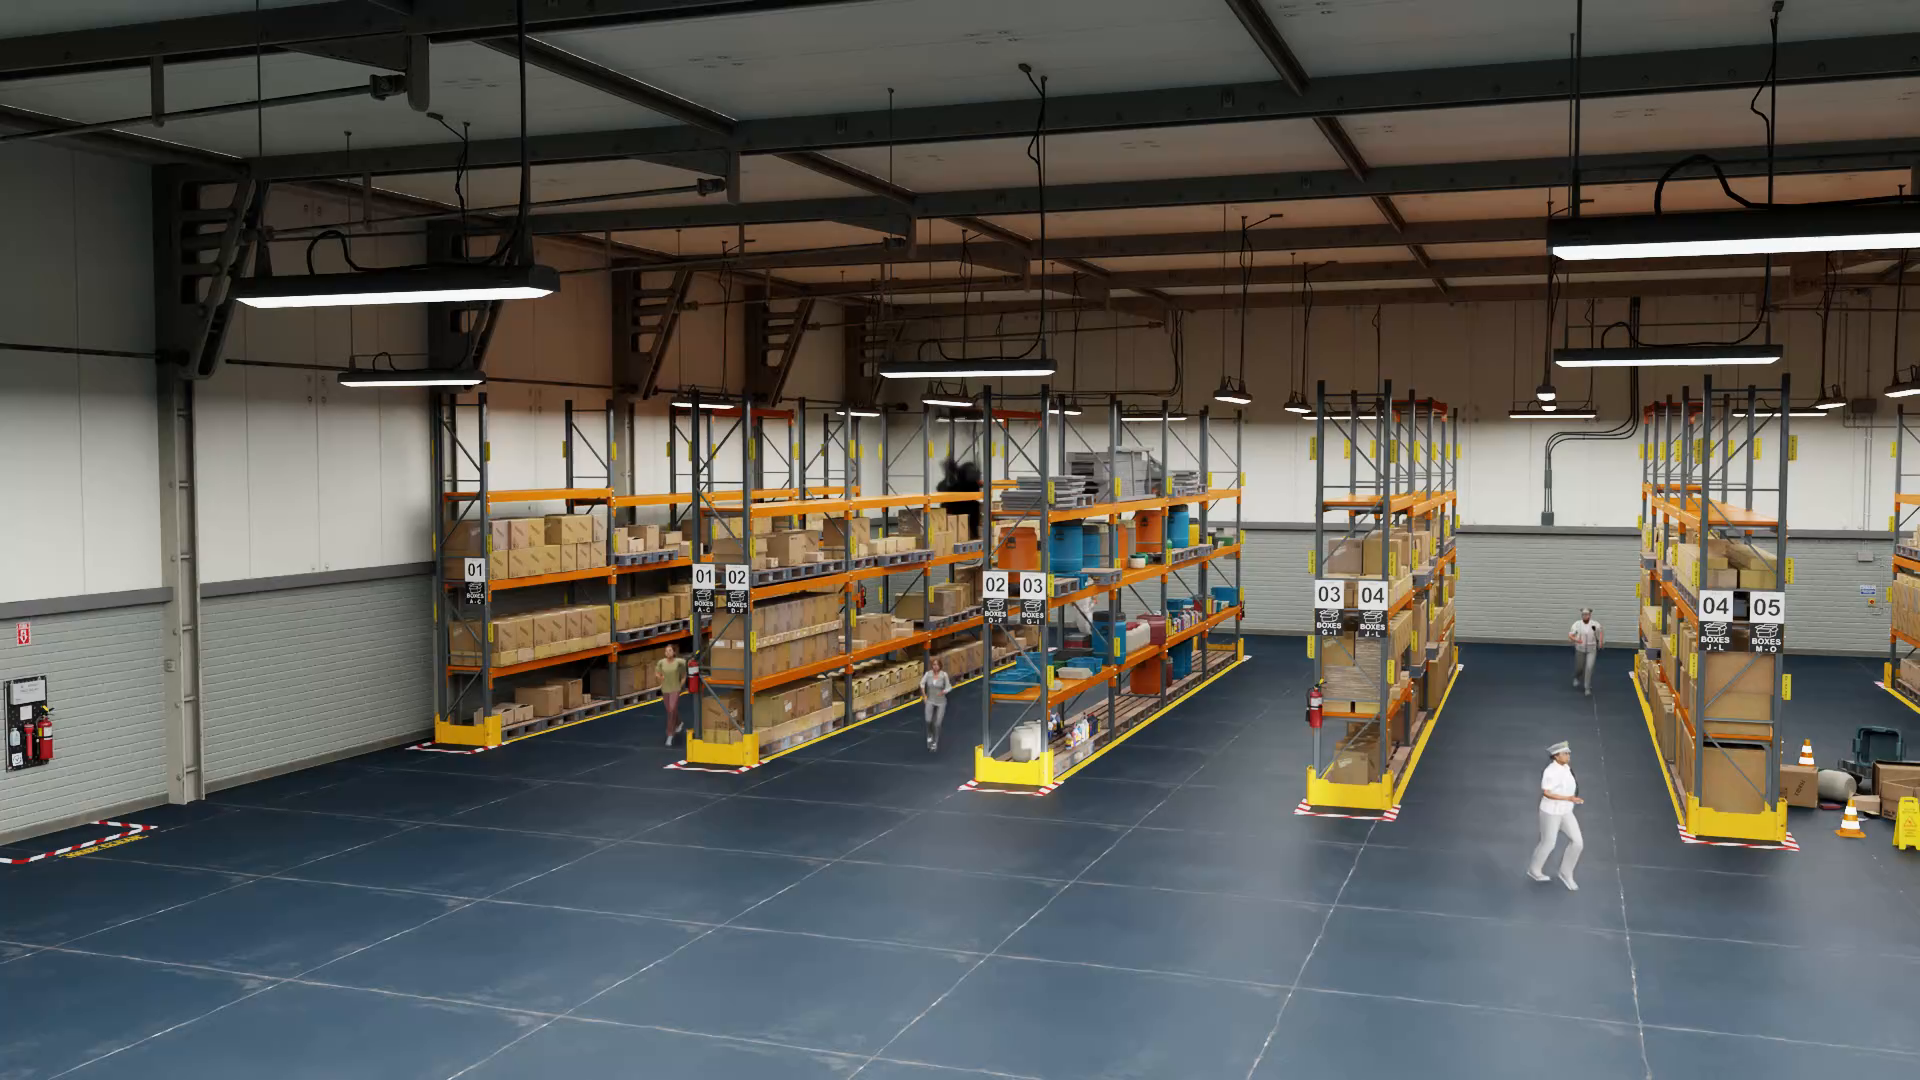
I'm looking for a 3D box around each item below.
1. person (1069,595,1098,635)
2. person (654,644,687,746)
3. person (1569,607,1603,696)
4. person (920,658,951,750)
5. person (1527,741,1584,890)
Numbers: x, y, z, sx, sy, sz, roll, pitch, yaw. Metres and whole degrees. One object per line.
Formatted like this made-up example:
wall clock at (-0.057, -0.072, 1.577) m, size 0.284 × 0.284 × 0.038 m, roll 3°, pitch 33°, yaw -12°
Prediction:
person at (2.962, 1.761, 39.967) m, size 0.703 × 1.738 × 0.623 m, roll 1°, pitch 3°, yaw 11°
person at (-5.007, 2.649, 28.796) m, size 0.544 × 1.704 × 1.008 m, roll 1°, pitch 3°, yaw 12°
person at (12.992, 2.283, 34.512) m, size 0.672 × 1.799 × 0.966 m, roll 1°, pitch 3°, yaw 19°
person at (-0.410, 2.739, 27.698) m, size 0.534 × 1.556 × 0.615 m, roll 0°, pitch 3°, yaw 2°
person at (6.833, 3.157, 19.044) m, size 0.537 × 1.747 × 0.736 m, roll -2°, pitch 4°, yaw -33°
